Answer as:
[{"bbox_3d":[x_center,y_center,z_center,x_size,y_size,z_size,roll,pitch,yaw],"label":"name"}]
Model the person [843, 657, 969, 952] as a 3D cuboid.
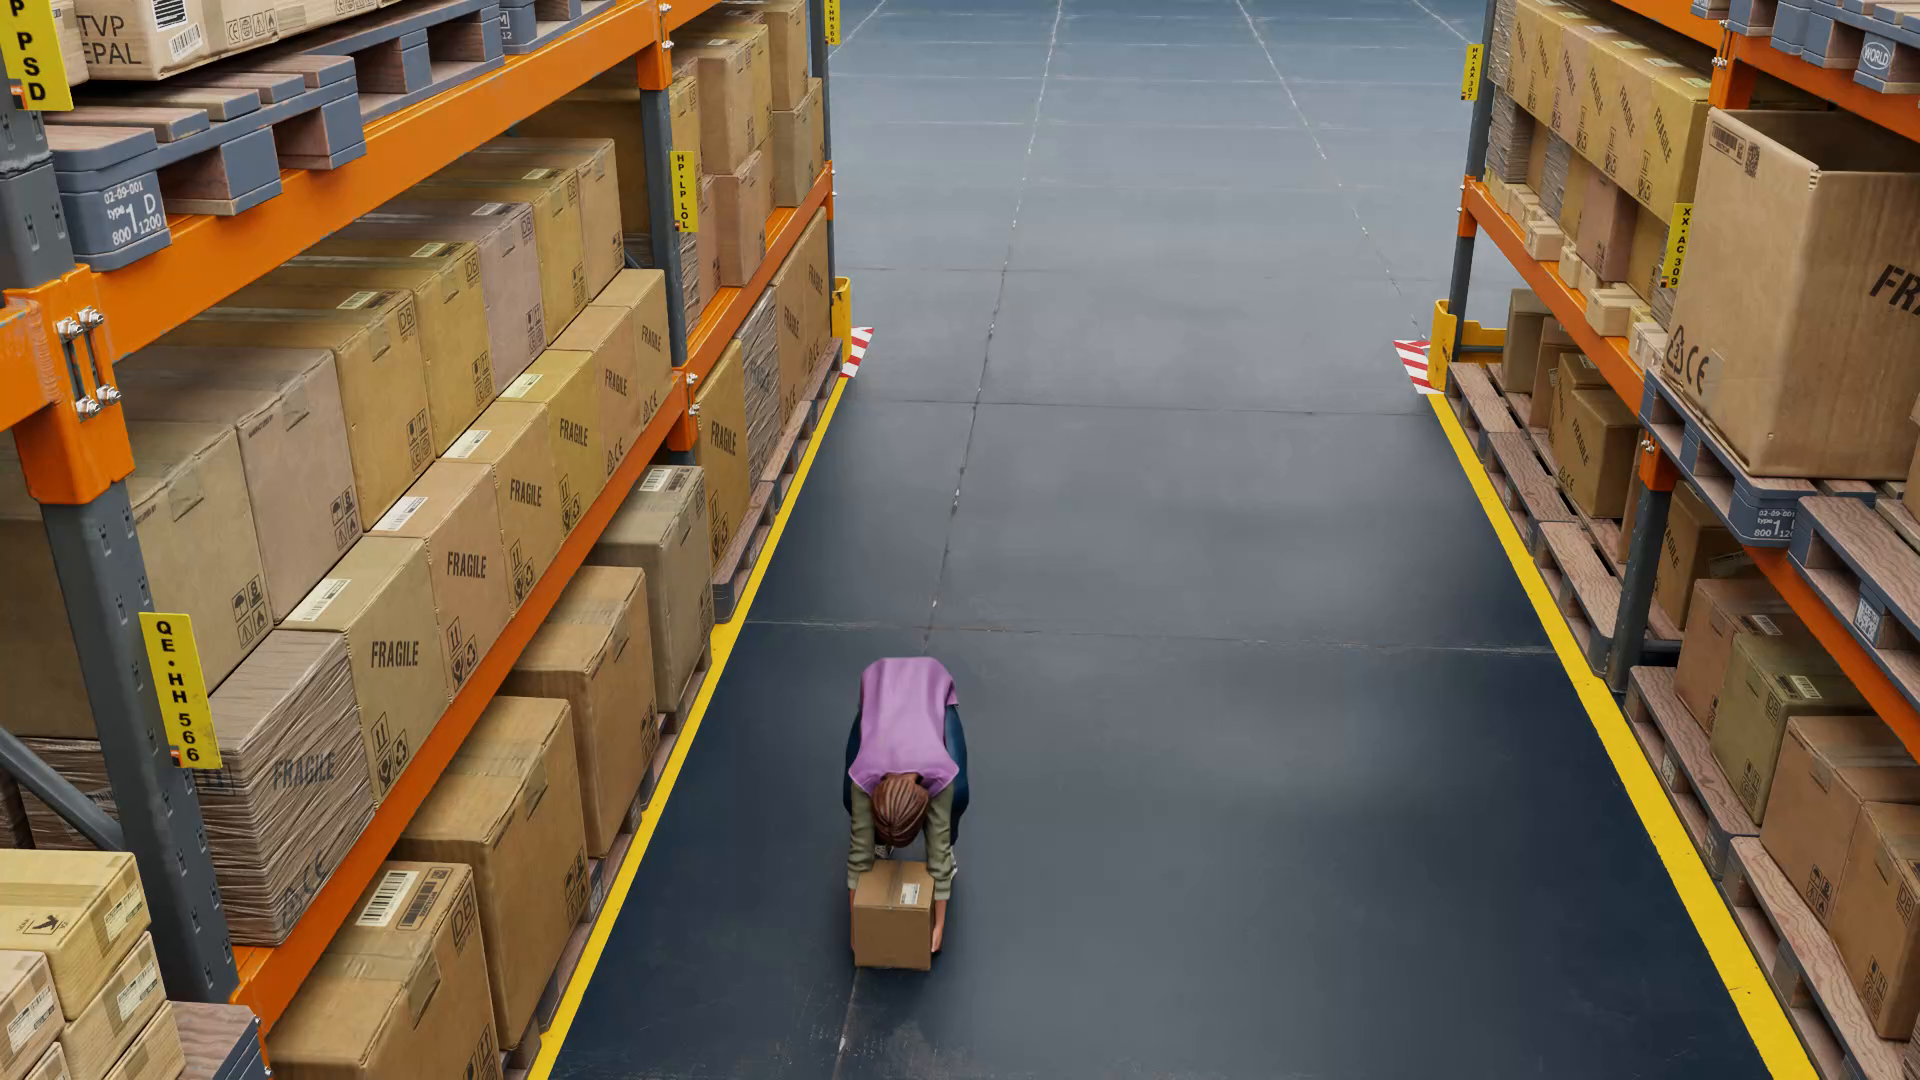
[{"bbox_3d":[-0.184,0.875,5.701,0.432,0.808,0.864,1,25,2],"label":"person"}]
